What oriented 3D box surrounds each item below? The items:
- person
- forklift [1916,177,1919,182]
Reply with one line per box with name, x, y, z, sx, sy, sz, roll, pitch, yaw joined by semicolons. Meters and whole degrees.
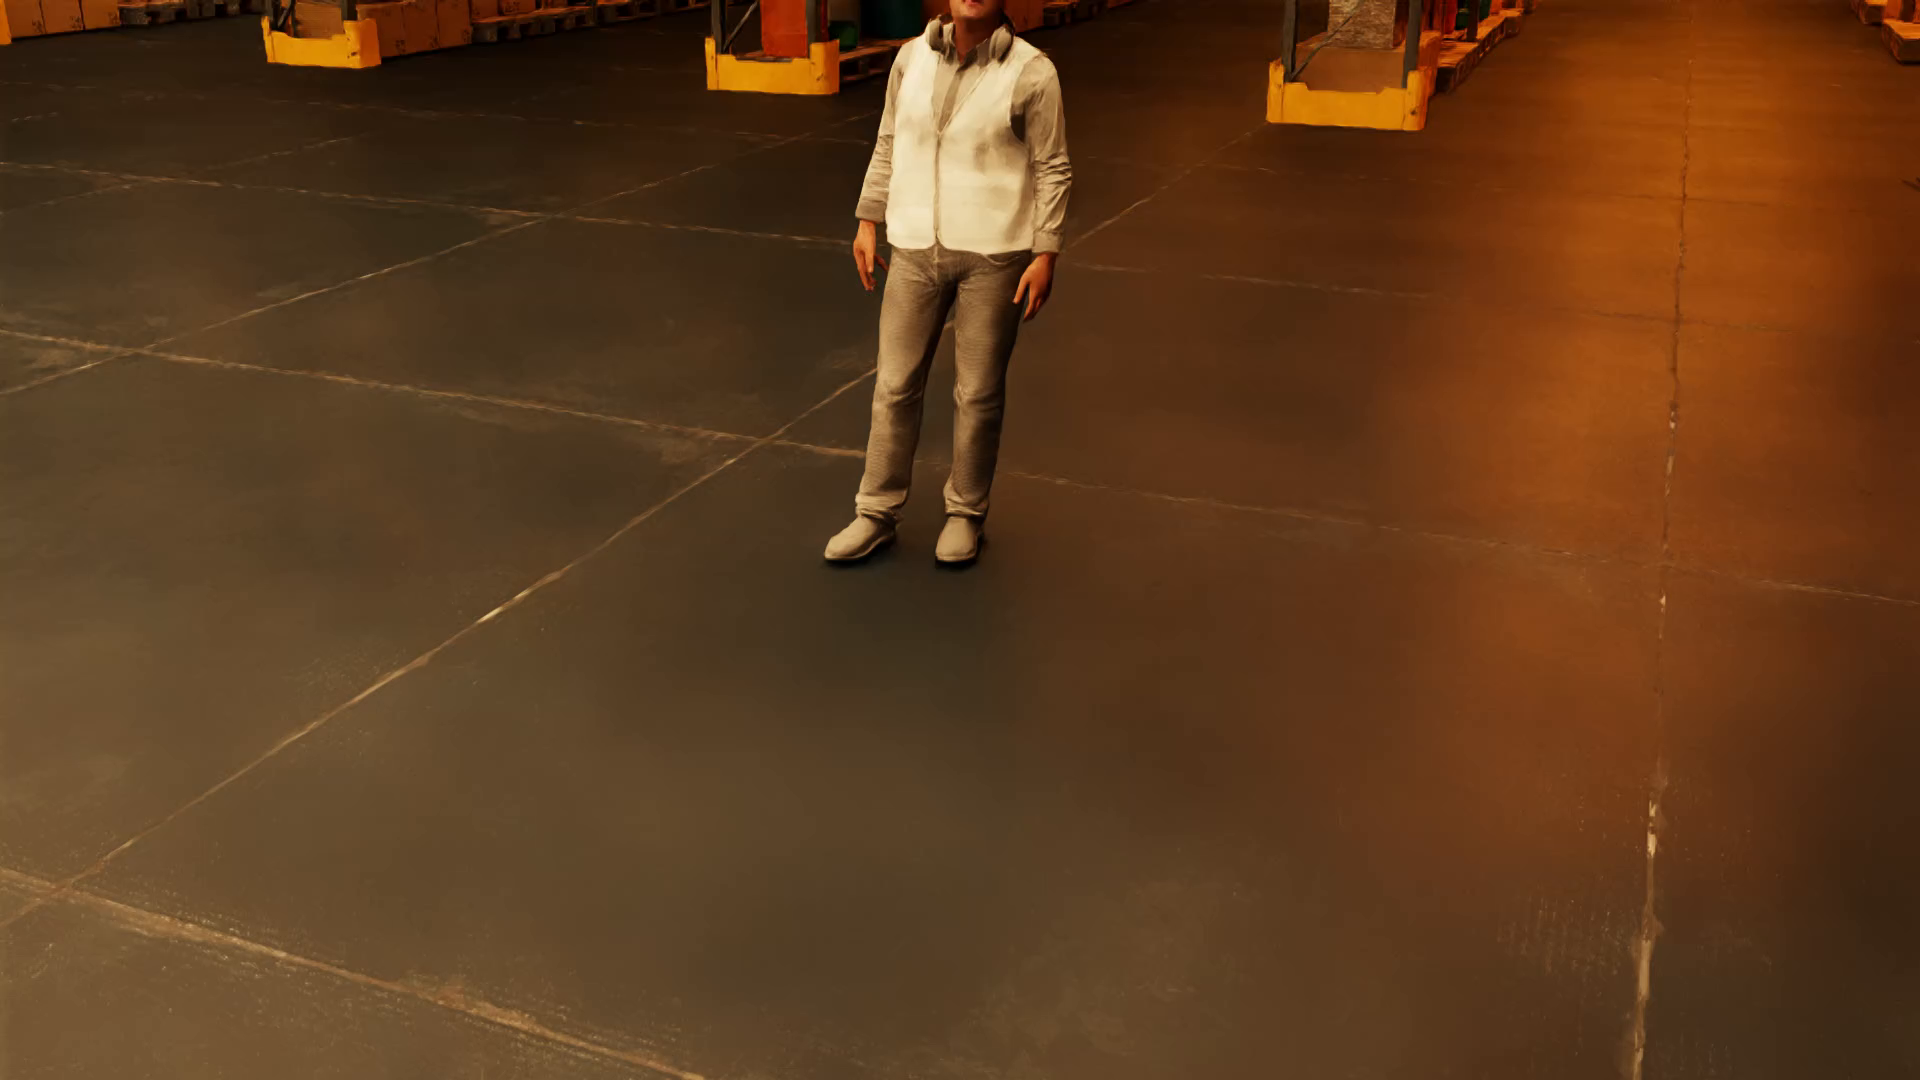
person;-0.031;-0.804;4.698;0.632;1.773;0.567;9;24;21
forklift;5.698;-2.618;7.556;1.130;2.935;3.031;1;23;2
